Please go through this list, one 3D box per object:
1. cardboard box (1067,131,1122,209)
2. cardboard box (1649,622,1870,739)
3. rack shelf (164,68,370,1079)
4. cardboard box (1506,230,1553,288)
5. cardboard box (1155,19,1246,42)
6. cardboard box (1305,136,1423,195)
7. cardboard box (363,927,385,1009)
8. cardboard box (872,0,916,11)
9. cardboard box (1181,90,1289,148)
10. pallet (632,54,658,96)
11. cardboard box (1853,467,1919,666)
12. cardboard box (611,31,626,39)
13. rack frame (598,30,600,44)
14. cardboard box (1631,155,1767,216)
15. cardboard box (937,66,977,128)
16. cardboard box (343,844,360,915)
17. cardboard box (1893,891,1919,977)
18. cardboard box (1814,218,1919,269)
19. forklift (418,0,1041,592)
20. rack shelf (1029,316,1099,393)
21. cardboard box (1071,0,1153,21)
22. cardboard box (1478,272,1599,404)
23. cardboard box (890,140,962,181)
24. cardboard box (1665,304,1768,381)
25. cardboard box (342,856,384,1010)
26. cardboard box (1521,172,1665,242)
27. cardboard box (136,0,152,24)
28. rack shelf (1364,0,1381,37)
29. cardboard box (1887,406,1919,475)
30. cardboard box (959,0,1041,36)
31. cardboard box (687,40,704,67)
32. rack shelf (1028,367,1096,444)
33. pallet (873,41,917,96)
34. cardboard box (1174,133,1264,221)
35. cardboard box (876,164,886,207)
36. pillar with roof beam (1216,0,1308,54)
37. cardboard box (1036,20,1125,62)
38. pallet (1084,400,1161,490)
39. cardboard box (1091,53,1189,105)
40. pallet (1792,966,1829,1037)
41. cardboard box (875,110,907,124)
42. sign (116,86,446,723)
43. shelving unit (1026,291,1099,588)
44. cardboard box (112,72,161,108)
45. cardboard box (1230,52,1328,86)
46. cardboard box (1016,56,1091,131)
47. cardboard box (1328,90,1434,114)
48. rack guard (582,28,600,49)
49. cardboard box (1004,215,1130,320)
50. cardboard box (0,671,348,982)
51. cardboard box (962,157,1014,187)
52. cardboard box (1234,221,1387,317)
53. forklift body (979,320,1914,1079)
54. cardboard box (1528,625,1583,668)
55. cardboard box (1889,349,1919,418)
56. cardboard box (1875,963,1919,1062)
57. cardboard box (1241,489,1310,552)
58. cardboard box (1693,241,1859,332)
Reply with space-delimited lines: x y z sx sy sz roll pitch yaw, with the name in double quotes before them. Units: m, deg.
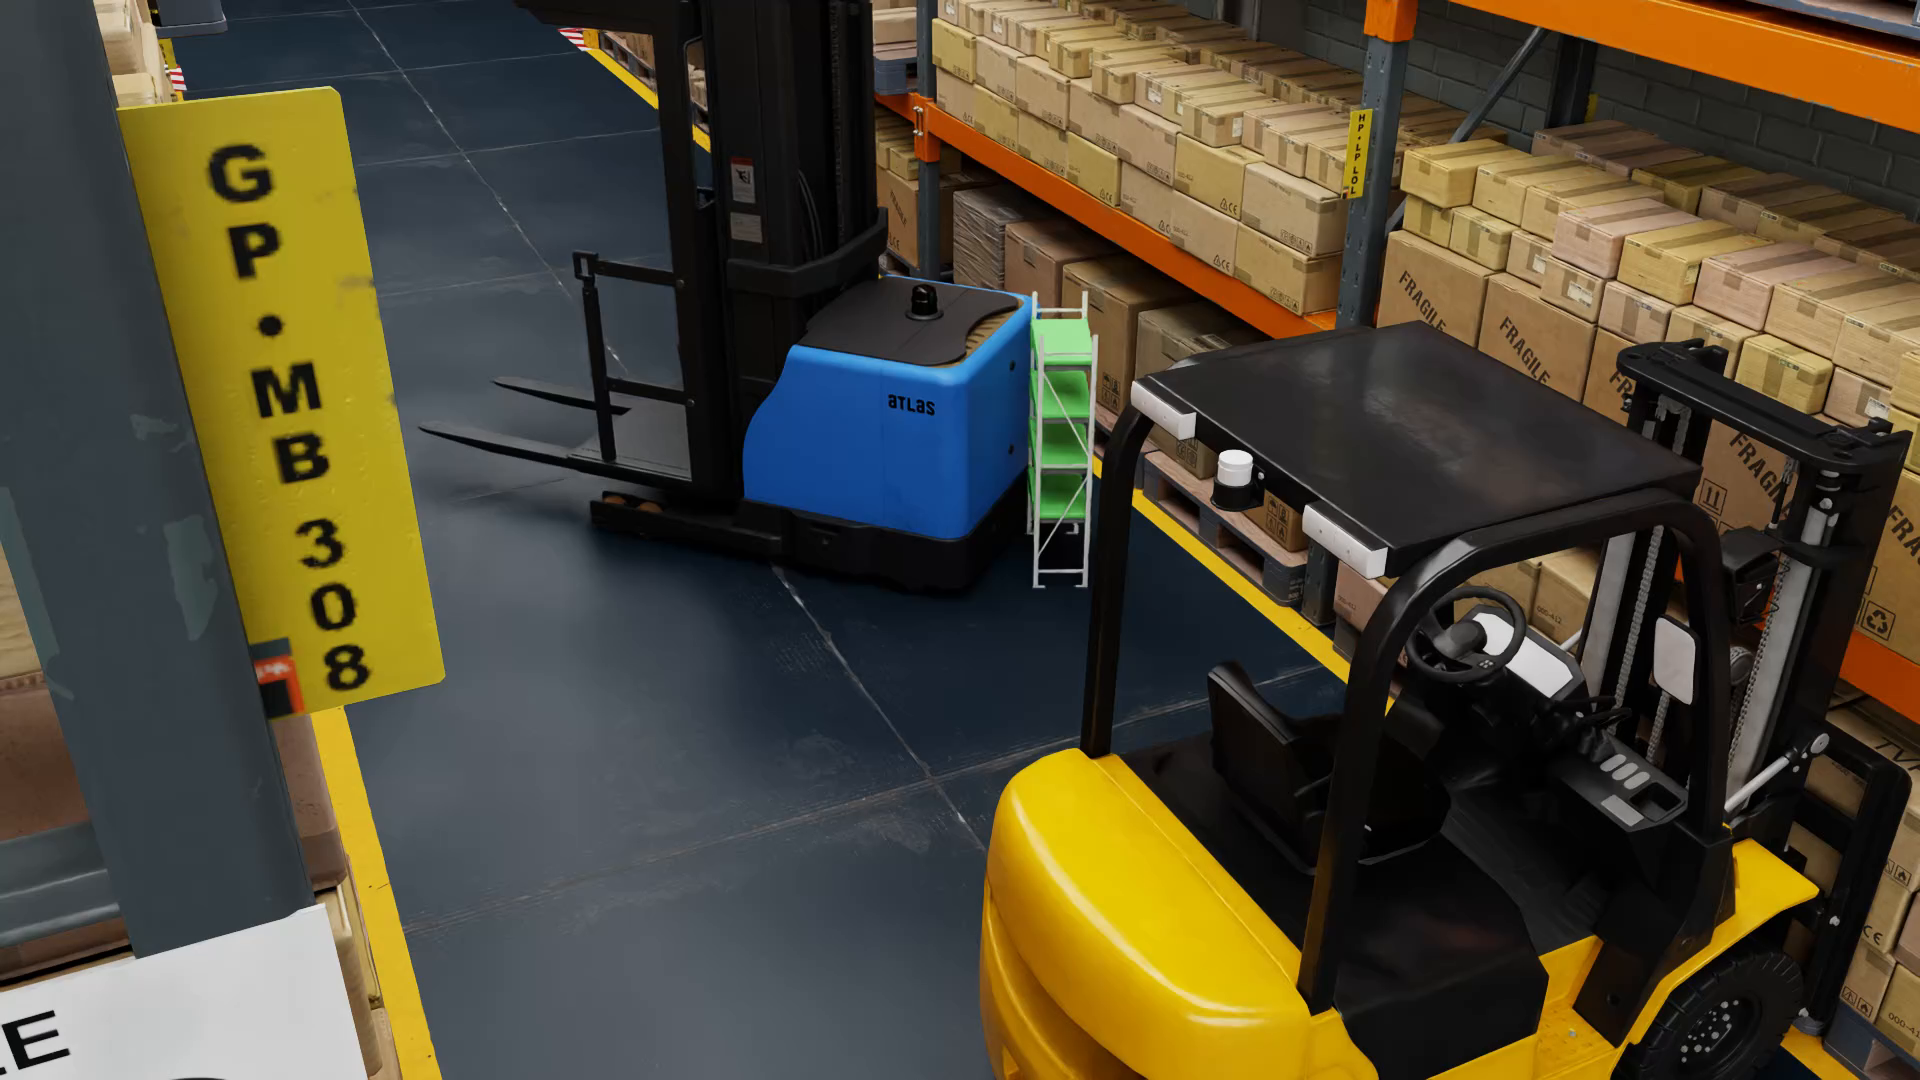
"cardboard box" 0.858 -1.837 8.113 0.500 0.250 0.500 -12 31 -20
"cardboard box" 2.522 0.476 5.193 0.500 0.250 0.500 -14 32 -23
"rack shelf" -1.678 -0.129 2.582 1.077 0.370 4.000 -13 32 -22
"cardboard box" 2.094 -0.969 5.646 0.380 0.149 0.250 -13 32 -22
"cardboard box" 1.212 -2.517 8.406 0.380 0.149 0.250 -14 32 -23
"cardboard box" 1.598 -1.493 6.580 0.380 0.149 0.250 -12 31 -20
"cardboard box" -1.600 1.325 3.935 0.500 0.500 0.500 -11 31 -19
"cardboard box" -0.517 -3.345 10.372 0.500 0.250 0.500 -15 32 -24
"cardboard box" 1.181 -1.811 7.146 0.380 0.149 0.250 -14 32 -24
"pallet" -2.311 -4.223 15.065 1.003 0.211 1.213 -13 32 -22
"cardboard box" 2.779 0.042 4.507 0.500 0.500 0.500 -14 32 -23
"cardboard box" -3.030 -5.167 16.021 0.797 0.503 0.637 -14 32 -24
"rack frame" -3.207 -6.363 16.030 1.000 3.000 0.127 -13 32 -22
"cardboard box" 2.551 -1.207 5.766 0.380 0.149 0.250 -13 32 -22
"cardboard box" 0.198 -2.516 9.324 0.500 0.250 0.500 -13 32 -22
"cardboard box" -2.040 1.203 4.920 0.500 0.250 0.500 -12 31 -20
"cardboard box" 2.965 1.130 4.539 0.500 0.250 0.500 -13 32 -22
"cardboard box" 2.876 -0.868 5.162 0.380 0.149 0.250 -13 32 -23
"forklift" -1.183 -1.510 7.445 3.031 2.935 1.130 12 31 20
"rack shelf" 0.439 -0.796 7.091 0.258 0.148 0.480 -1 29 -1
"cardboard box" 0.820 -2.835 8.973 0.380 0.149 0.250 -13 32 -22
"cardboard box" 2.138 -0.628 5.701 0.500 0.500 0.500 -13 32 -21
"cardboard box" -0.213 -2.370 10.372 0.380 0.149 0.250 -15 32 -24
"cardboard box" 2.368 -0.621 5.025 0.380 0.149 0.250 -14 32 -24
"cardboard box" -1.217 0.855 2.752 0.500 0.500 0.500 -14 32 -23
"cardboard box" 2.125 -1.108 5.589 0.380 0.149 0.250 -14 32 -23
"cardboard box" -1.886 -1.029 3.301 0.500 0.250 0.500 -14 32 -23
"rack shelf" 1.086 -2.940 7.595 1.077 0.370 4.000 -13 32 -22
"cardboard box" 2.688 -0.277 4.412 0.380 0.149 0.250 -13 32 -22
"cardboard box" 0.214 -2.835 8.974 0.380 0.149 0.250 -12 32 -21
"cardboard box" -2.252 -4.321 14.516 0.700 0.500 0.500 -14 32 -24
"rack shelf" 0.439 -0.586 7.209 0.258 0.148 0.480 -1 29 -1
"pallet" -0.127 -3.030 10.283 1.213 0.211 1.003 -13 32 -22
"cardboard box" 1.276 -1.604 7.185 0.500 0.250 0.500 -14 32 -23
"cardboard box" -0.353 -2.287 10.888 0.500 0.500 0.500 -14 32 -23
"pillar with roof beam" -2.287 -4.155 5.959 9.100 9.000 0.400 -13 32 -22
"cardboard box" 0.606 -2.510 8.393 0.380 0.149 0.250 -13 32 -21
"pallet" 1.066 -0.703 8.787 1.003 0.211 1.213 -13 32 -22
"cardboard box" 0.839 -2.152 7.755 0.380 0.149 0.250 -14 32 -23
"pallet" 2.776 1.054 5.654 1.003 0.211 1.213 -13 32 -22
"cardboard box" -0.504 -2.736 11.025 0.380 0.149 0.250 -12 31 -21
"sign" -0.329 -0.055 0.820 0.100 0.325 0.005 -13 32 -22
"shelving unit" 0.439 -0.433 7.295 0.258 1.200 0.503 -1 29 -1
"cardboard box" -1.002 -0.355 1.692 0.380 0.149 0.250 -13 32 -22
"cardboard box" 1.488 -2.163 7.775 0.380 0.149 0.250 -13 32 -22
"cardboard box" 0.620 -2.278 8.388 0.500 0.250 0.500 -14 32 -23
"cardboard box" 1.814 -1.829 7.179 0.380 0.149 0.250 -13 32 -22
"rack guard" -3.174 -5.239 16.582 1.175 0.500 0.348 -13 32 -22
"cardboard box" 0.771 -1.411 9.198 0.875 0.625 0.625 -12 31 -20
"cardboard box" -0.794 0.098 1.291 0.500 0.250 0.500 -14 32 -23
"cardboard box" 0.300 -2.167 10.674 0.500 0.500 0.500 -12 31 -20
"cardboard box" 1.492 -1.164 6.913 0.500 0.250 0.500 -12 32 -21
"forklift body" 1.200 0.621 4.444 2.313 2.155 1.214 -13 32 -22
"cardboard box" 2.297 0.461 5.732 0.500 0.250 0.500 -13 32 -22
"cardboard box" 2.680 -0.408 4.341 0.380 0.149 0.250 -12 32 -21
"cardboard box" 2.970 1.358 4.643 0.500 0.250 0.500 -13 32 -22
"cardboard box" 1.711 -0.438 7.462 0.875 0.625 0.625 -12 31 -20
"cardboard box" 2.439 -0.763 4.974 0.380 0.149 0.250 -13 32 -22
